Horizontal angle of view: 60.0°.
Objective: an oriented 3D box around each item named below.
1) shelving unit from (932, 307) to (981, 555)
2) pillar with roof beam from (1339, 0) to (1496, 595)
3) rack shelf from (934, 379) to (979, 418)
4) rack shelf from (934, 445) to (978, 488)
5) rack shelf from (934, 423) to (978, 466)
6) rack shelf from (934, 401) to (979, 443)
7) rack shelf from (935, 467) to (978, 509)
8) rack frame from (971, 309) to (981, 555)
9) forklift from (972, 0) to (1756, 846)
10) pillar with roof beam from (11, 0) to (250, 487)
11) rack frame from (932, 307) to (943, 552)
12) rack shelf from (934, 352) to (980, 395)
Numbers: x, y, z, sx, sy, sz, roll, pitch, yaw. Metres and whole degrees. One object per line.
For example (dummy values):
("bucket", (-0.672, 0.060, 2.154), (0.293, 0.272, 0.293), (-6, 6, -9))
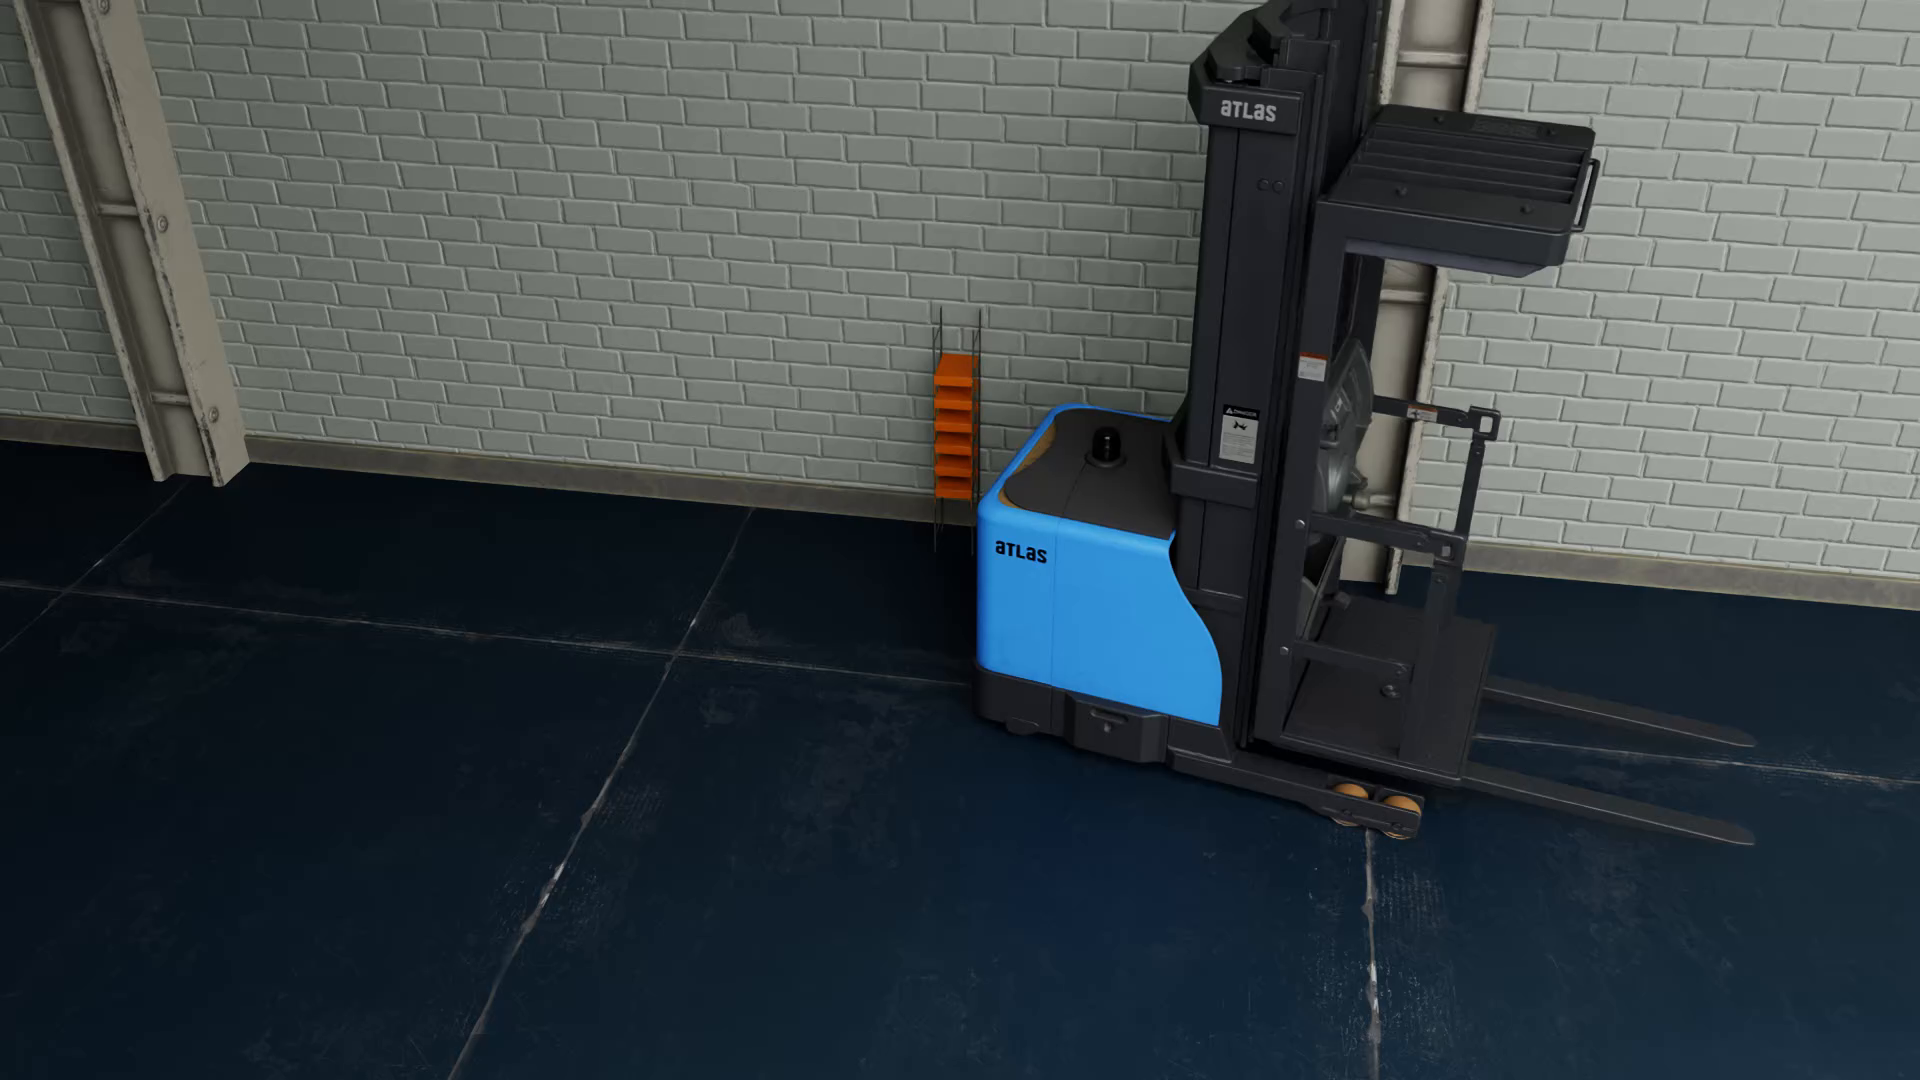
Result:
("shelving unit", (-0.014, -0.505, 7.926), (0.189, 1.200, 0.258), (5, 32, 7))
("pillar with roof beam", (1.164, -1.403, 2.010), (0.400, 9.000, 9.100), (5, 32, 8))
("rack shelf", (-0.014, -0.671, 7.822), (0.180, 0.103, 0.258), (5, 32, 7))
("rack shelf", (-0.014, -0.365, 8.013), (0.180, 0.103, 0.258), (5, 32, 7))
("rack shelf", (-0.014, -0.467, 7.949), (0.180, 0.103, 0.258), (5, 32, 7))
("rack shelf", (-0.014, -0.569, 7.886), (0.180, 0.103, 0.258), (5, 32, 7))
("rack shelf", (-0.014, -0.264, 8.077), (0.180, 0.103, 0.258), (5, 32, 7))
("rack frame", (0.077, -0.498, 7.914), (0.006, 1.200, 0.240), (5, 32, 7))
("forklift", (1.620, -0.411, 6.143), (3.031, 2.935, 1.130), (12, 34, 19))
("pillar with roof beam", (-4.750, -1.939, 2.866), (0.400, 9.000, 9.100), (5, 32, 8))
("rack frame", (-0.104, -0.512, 7.937), (0.006, 1.200, 0.240), (5, 32, 7))
("rack shelf", (-0.014, -0.772, 7.758), (0.180, 0.103, 0.258), (5, 32, 7))
